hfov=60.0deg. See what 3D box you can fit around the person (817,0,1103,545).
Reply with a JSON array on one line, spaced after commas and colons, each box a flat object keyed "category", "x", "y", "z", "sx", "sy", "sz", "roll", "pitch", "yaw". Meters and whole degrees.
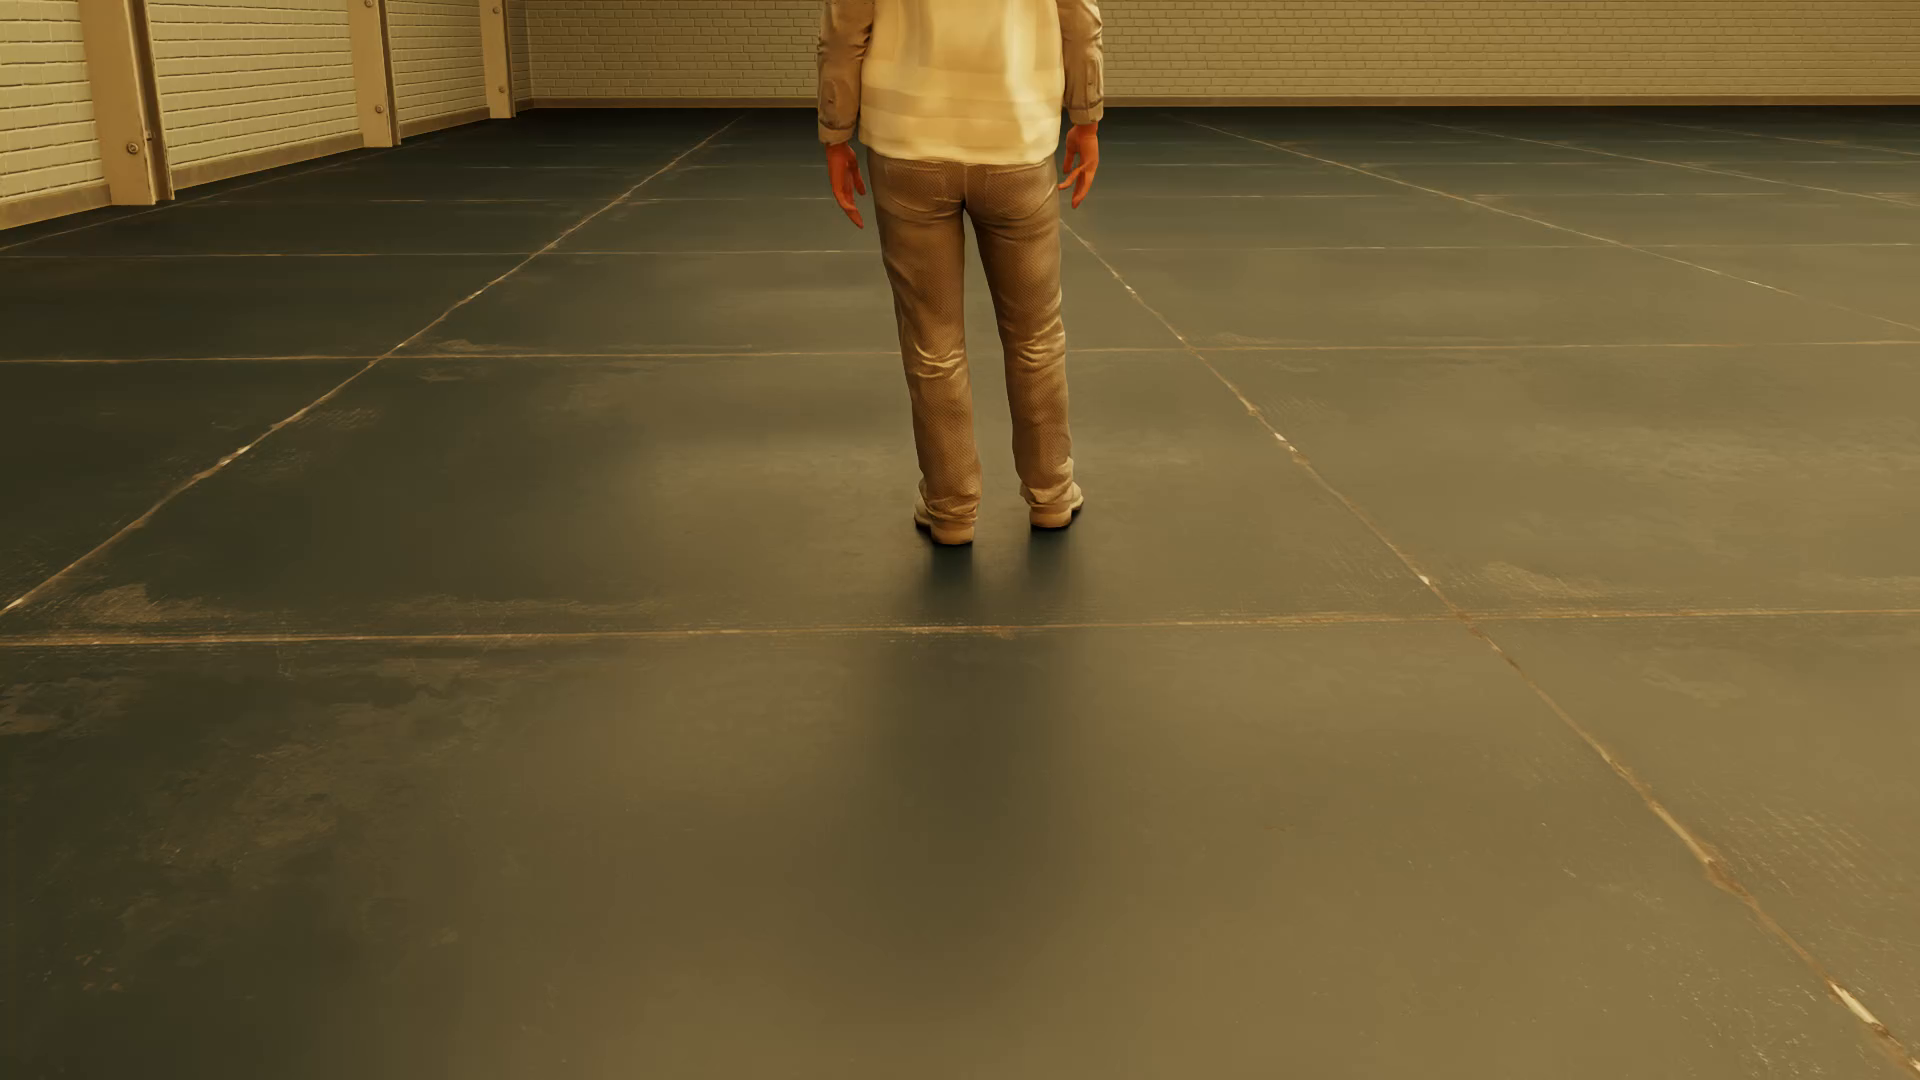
[{"category": "person", "x": 0.004, "y": -0.874, "z": 3.719, "sx": 0.633, "sy": 1.775, "sz": 0.562, "roll": -1, "pitch": 17, "yaw": -3}]
